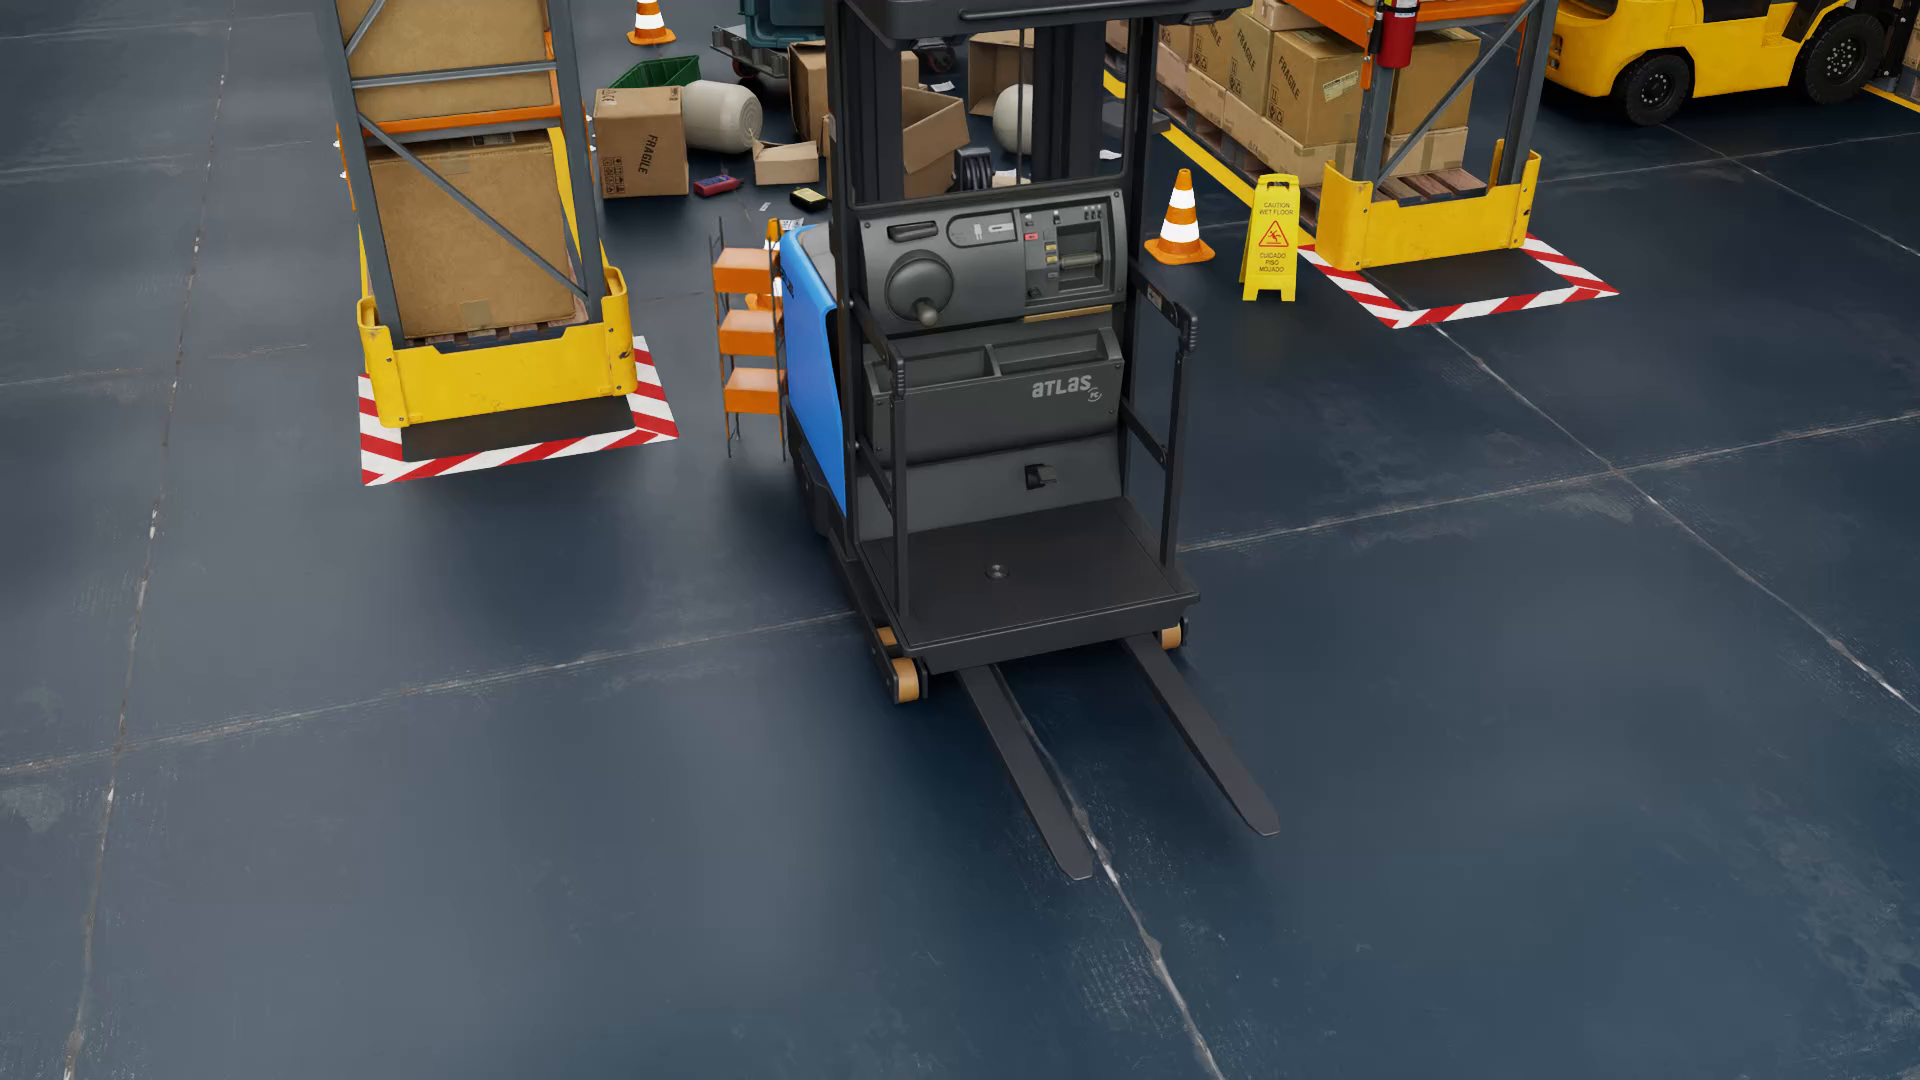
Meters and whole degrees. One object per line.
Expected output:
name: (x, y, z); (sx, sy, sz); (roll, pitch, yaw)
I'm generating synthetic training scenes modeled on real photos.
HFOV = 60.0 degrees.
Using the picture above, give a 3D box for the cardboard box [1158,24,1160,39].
cardboard box: (1.444, -3.641, 10.972); (0.500, 0.500, 0.500); (-9, 34, -13)

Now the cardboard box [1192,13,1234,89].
cardboard box: (1.765, -3.091, 10.140); (0.500, 0.500, 0.500); (-11, 35, -16)

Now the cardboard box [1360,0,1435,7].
cardboard box: (2.249, -2.890, 8.630); (0.380, 0.149, 0.250); (-9, 34, -13)

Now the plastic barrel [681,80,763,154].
plastic barrel: (-1.529, -2.636, 10.356); (0.512, 0.421, 0.421); (13, 36, 18)

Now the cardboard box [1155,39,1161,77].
cardboard box: (1.443, -3.329, 11.180); (0.500, 0.250, 0.500); (-8, 34, -12)

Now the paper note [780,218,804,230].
paper note: (-0.965, -1.796, 9.442); (0.144, 0.017, 0.142); (1, 33, 2)

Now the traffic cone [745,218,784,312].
traffic cone: (-0.926, -1.408, 8.461); (0.336, 0.463, 0.334); (-10, 35, -15)

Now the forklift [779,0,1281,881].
forklift: (0.190, -0.896, 5.447); (1.130, 2.935, 3.031); (-10, 35, -15)

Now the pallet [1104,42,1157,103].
pallet: (1.585, -3.424, 11.741); (1.003, 0.211, 1.213); (-10, 35, -15)

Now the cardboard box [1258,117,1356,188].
cardboard box: (2.057, -2.254, 9.553); (0.500, 0.250, 0.500); (-10, 35, -15)

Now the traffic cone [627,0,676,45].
traffic cone: (-2.307, -3.948, 12.306); (0.336, 0.463, 0.334); (-10, 35, -15)

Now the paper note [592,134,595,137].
paper note: (-2.269, -2.610, 10.671); (0.142, 0.020, 0.147); (19, 38, 26)

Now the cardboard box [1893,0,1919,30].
cardboard box: (6.527, -3.643, 11.202); (0.500, 0.250, 0.500); (-11, 35, -16)

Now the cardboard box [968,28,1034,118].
cardboard box: (0.378, -3.101, 10.987); (0.500, 0.500, 0.500); (13, 36, 18)

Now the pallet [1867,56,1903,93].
pallet: (6.651, -3.541, 11.918); (1.003, 0.211, 1.213); (-10, 35, -15)

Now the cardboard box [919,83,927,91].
cardboard box: (-0.449, -3.005, 11.057); (0.396, 0.266, 0.258); (19, 38, 26)

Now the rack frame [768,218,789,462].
rack frame: (-0.758, -0.832, 7.057); (0.008, 1.050, 0.200); (3, 34, 5)

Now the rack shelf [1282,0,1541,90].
rack shelf: (1.957, -3.584, 10.106); (1.077, 0.370, 4.000); (-10, 35, -15)

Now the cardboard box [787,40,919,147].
cardboard box: (-0.673, -2.835, 10.461); (0.797, 0.637, 0.503); (-10, 35, -15)

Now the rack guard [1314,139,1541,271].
rack guard: (2.544, -1.831, 9.068); (1.175, 0.500, 0.348); (-10, 35, -15)

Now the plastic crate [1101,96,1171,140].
plastic crate: (1.045, -2.754, 10.845); (0.402, 0.080, 0.583); (-23, 40, -31)

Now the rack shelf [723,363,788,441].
rack shelf: (-0.880, -0.599, 7.227); (0.240, 0.259, 0.215); (3, 34, 5)

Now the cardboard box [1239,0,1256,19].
cardboard box: (1.825, -3.136, 9.620); (0.380, 0.149, 0.250); (-9, 35, -14)

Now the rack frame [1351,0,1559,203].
rack frame: (2.567, -2.834, 8.318); (1.000, 3.000, 0.127); (-10, 35, -15)

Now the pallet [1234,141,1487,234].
pallet: (2.330, -2.143, 9.802); (1.003, 0.211, 1.213); (-10, 35, -15)

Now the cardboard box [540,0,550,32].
cardboard box: (-2.512, -2.799, 8.128); (0.875, 0.550, 0.550); (-10, 35, -15)

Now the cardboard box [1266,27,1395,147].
cardboard box: (2.074, -2.552, 9.324); (0.500, 0.500, 0.500); (-10, 35, -14)

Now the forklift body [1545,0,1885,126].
forklift body: (4.977, -4.006, 10.861); (2.313, 2.155, 1.214); (-10, 35, -15)

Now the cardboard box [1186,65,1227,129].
cardboard box: (1.749, -2.788, 10.362); (0.500, 0.250, 0.500); (-11, 35, -16)

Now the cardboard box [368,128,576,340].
cardboard box: (-2.386, -1.582, 7.970); (0.875, 0.875, 0.875); (-10, 35, -14)

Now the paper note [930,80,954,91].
paper note: (-0.116, -3.130, 11.460); (0.148, 0.019, 0.142); (-10, 35, -15)

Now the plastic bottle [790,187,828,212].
plastic bottle: (-0.903, -1.999, 9.719); (0.133, 0.061, 0.283); (-23, 40, -31)

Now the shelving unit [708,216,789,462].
shelving unit: (-0.880, -0.840, 7.068); (0.252, 1.050, 0.215); (3, 34, 5)

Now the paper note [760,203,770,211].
paper note: (-1.135, -1.940, 9.677); (0.032, 0.001, 0.123); (7, 34, 10)

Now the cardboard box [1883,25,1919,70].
cardboard box: (6.562, -3.419, 11.317); (0.500, 0.250, 0.500); (-10, 35, -14)

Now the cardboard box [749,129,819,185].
cardboard box: (-1.058, -2.315, 10.013); (0.396, 0.266, 0.258); (-4, 34, -6)
